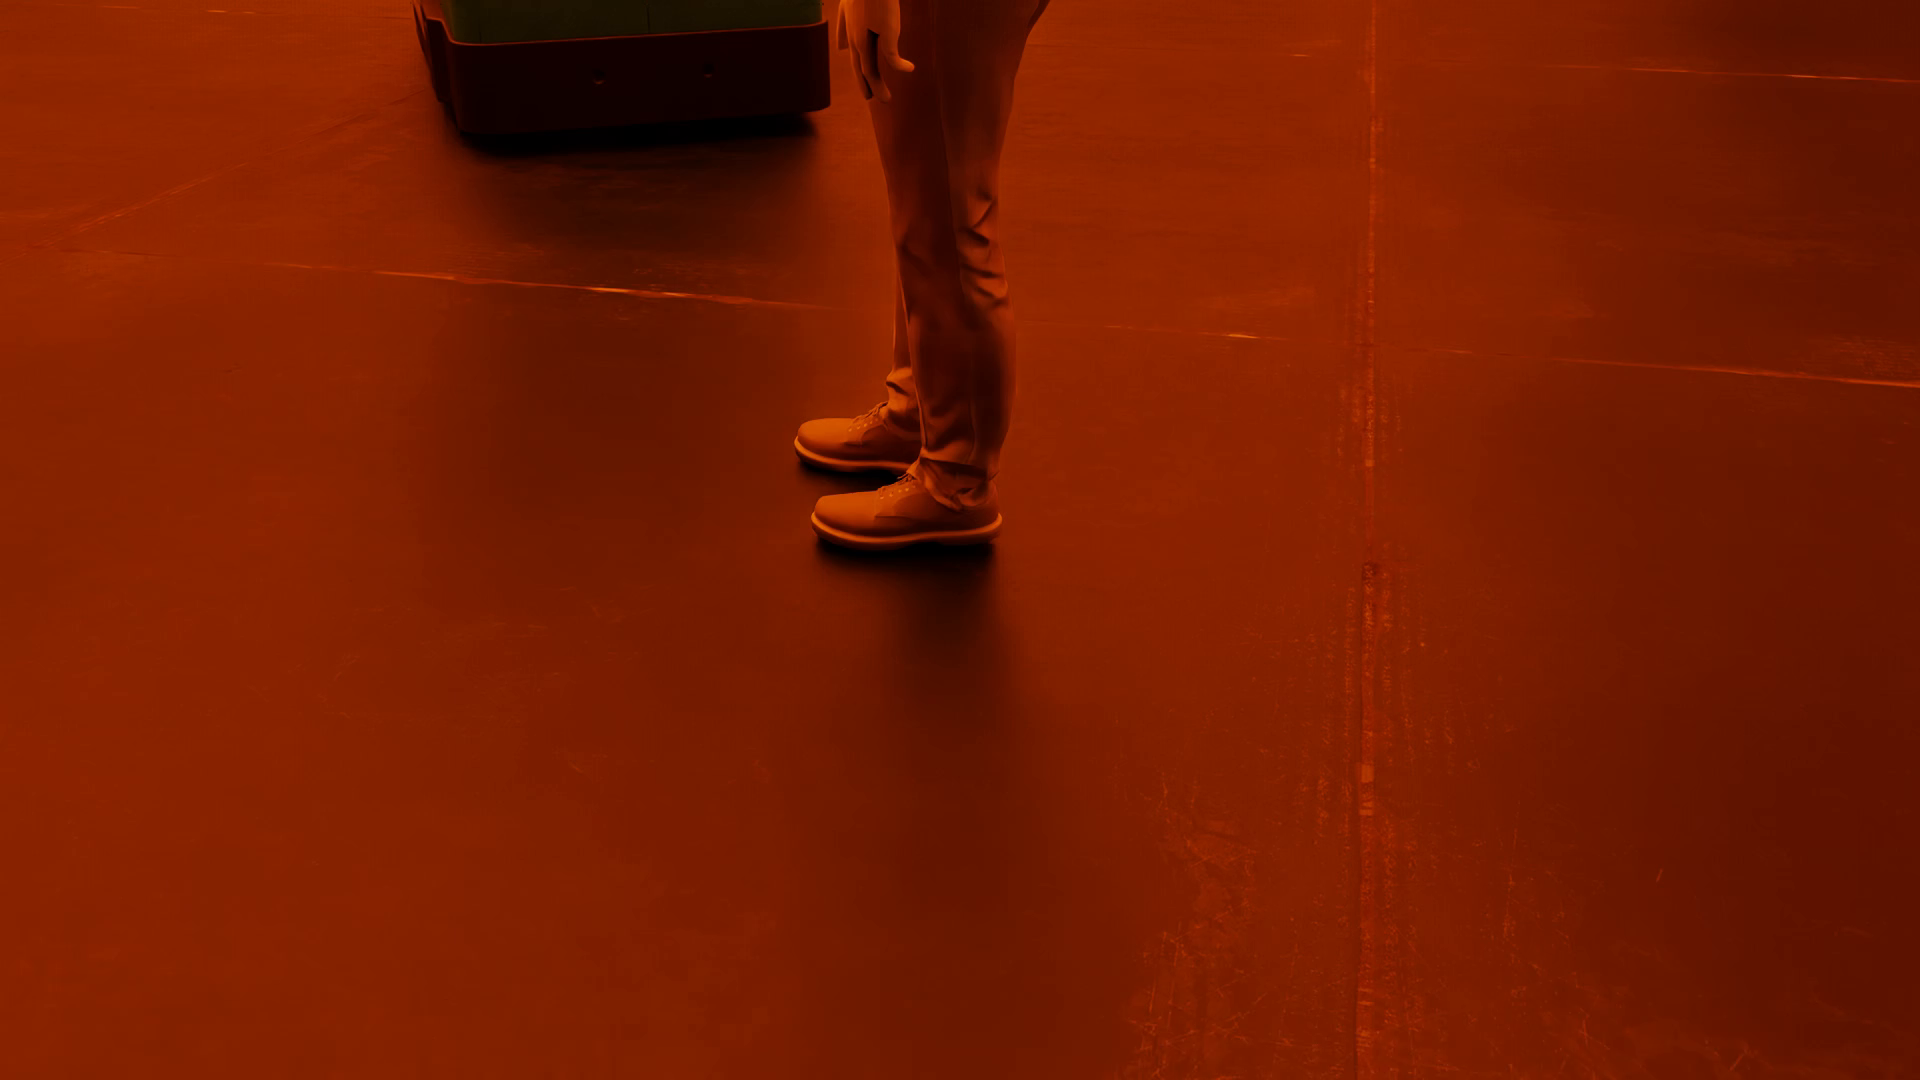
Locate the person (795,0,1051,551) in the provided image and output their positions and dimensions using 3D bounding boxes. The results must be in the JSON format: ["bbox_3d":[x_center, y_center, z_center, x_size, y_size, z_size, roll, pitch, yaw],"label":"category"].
[{"bbox_3d":[-0.075,-0.773,2.137,0.511,1.691,0.587,6,27,11],"label":"person"}]

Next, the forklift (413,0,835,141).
[{"bbox_3d":[-1.323,-3.033,5.258,1.130,2.935,3.031,-9,28,-17],"label":"forklift"}]
